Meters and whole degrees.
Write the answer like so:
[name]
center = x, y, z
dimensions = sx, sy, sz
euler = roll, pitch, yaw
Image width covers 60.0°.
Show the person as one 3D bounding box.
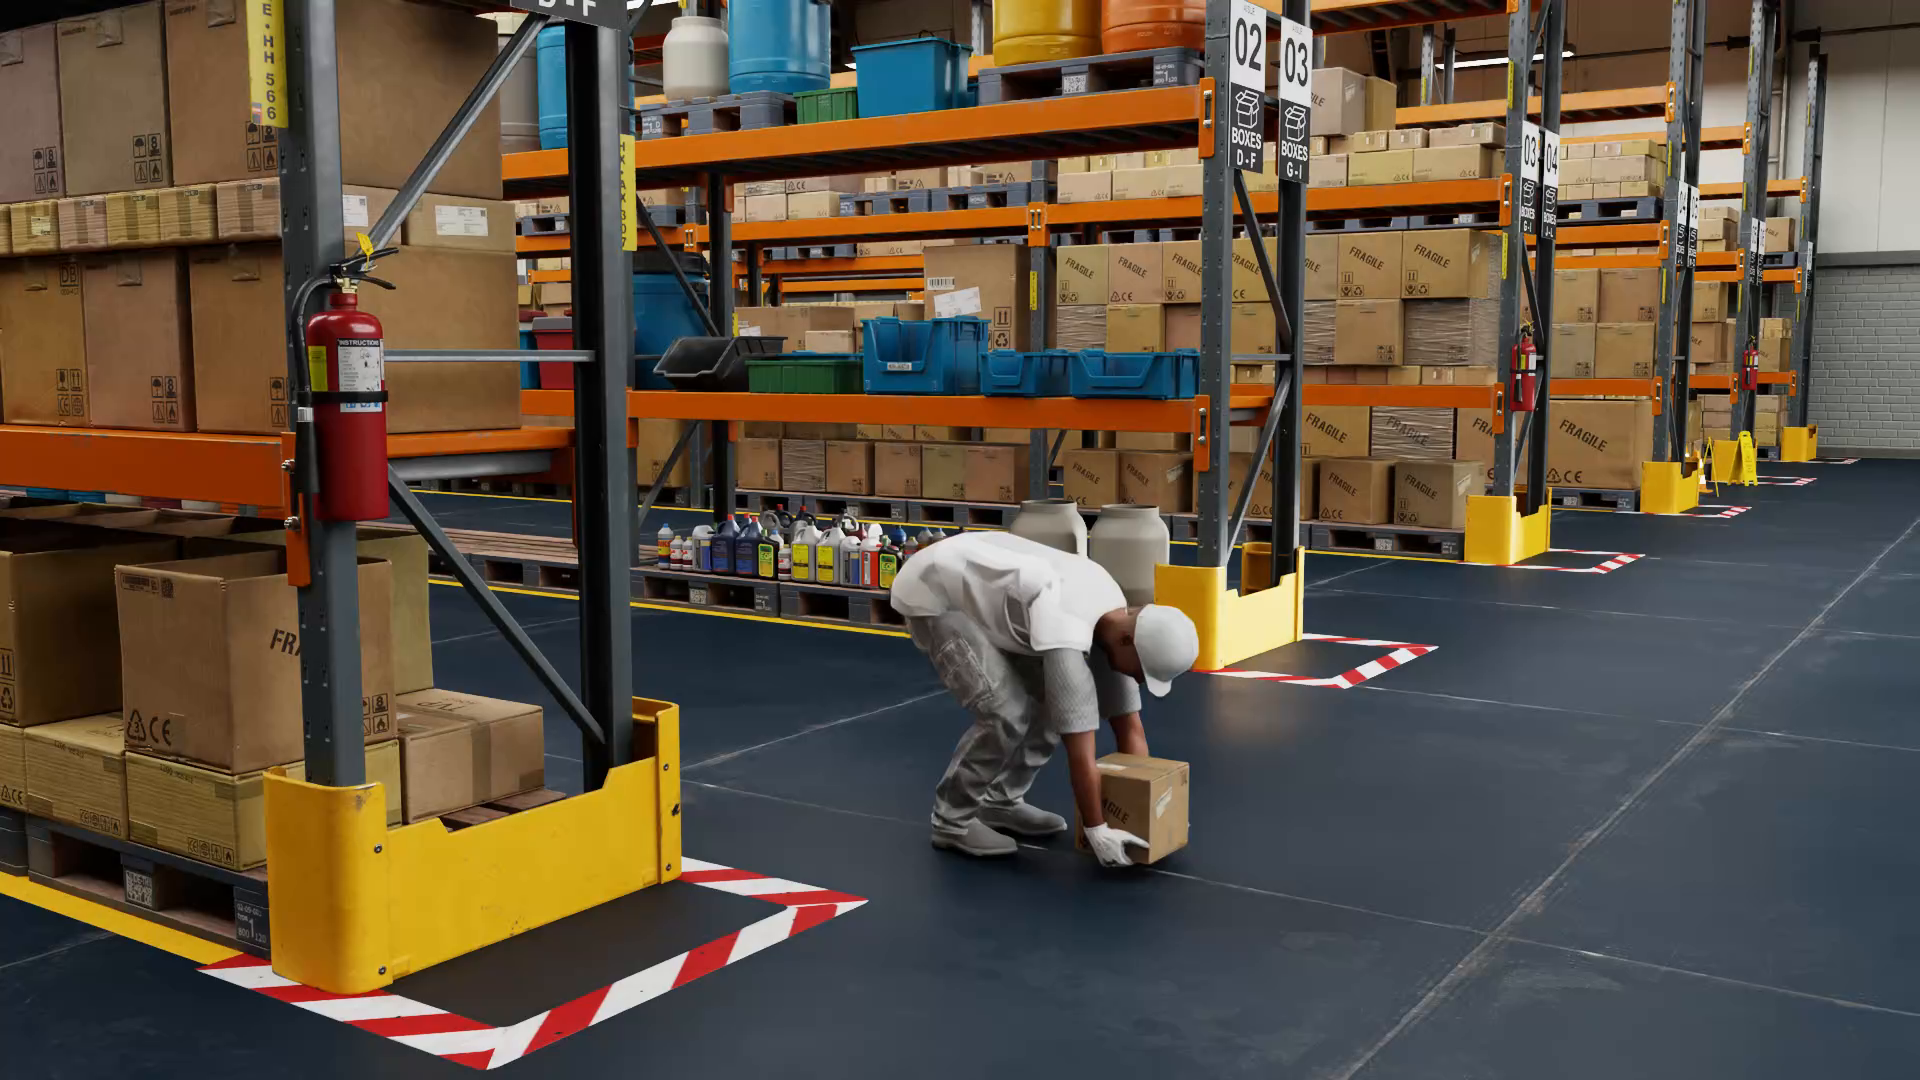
[person]
center = 0.262, 0.467, 5.062
dimensions = 0.981, 0.973, 0.522
euler = 4, 7, 31
